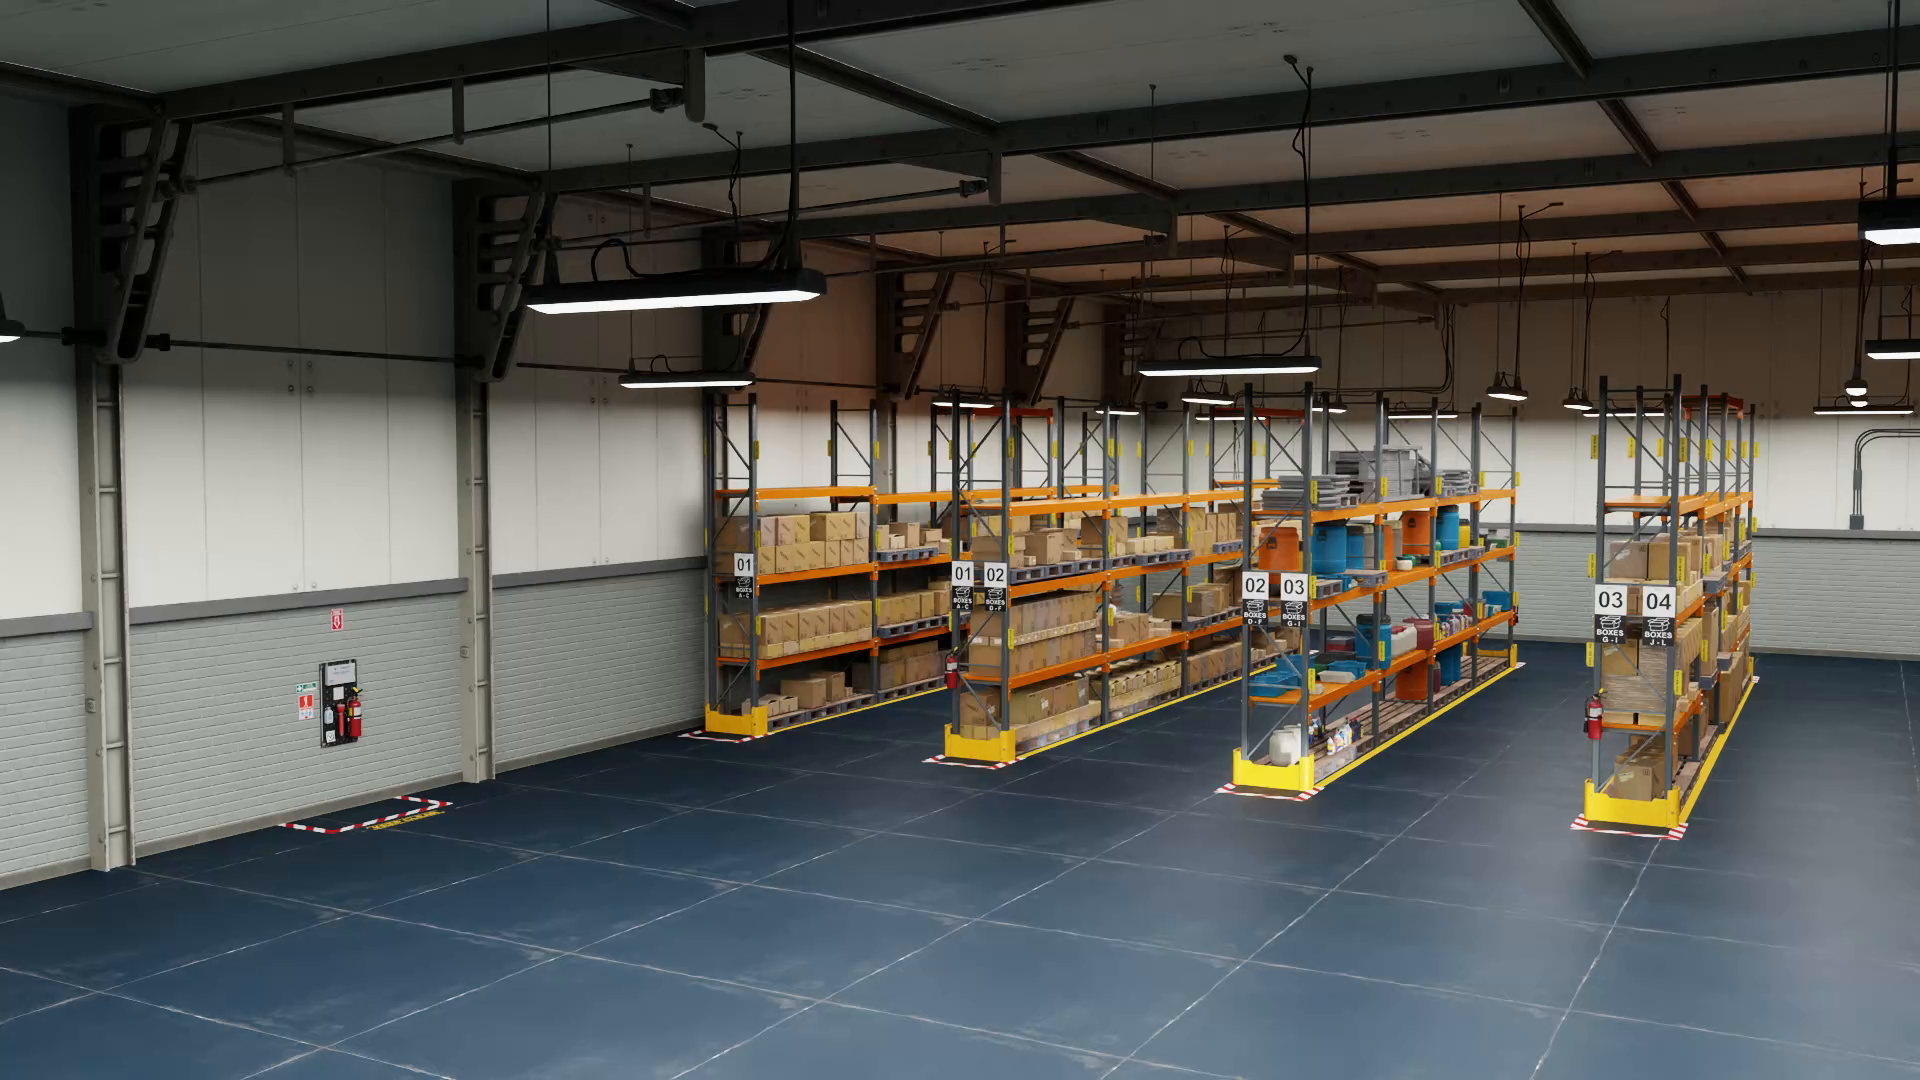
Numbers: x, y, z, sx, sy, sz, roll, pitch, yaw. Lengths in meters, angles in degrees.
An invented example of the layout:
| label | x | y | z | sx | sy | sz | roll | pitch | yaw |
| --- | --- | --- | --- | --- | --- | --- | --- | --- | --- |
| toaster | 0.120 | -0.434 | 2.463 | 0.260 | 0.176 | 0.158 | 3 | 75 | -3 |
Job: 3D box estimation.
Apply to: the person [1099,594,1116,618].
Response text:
| label | x | y | z | sx | sy | sz | roll | pitch | yaw |
| --- | --- | --- | --- | --- | --- | --- | --- | --- | --- |
| person | 3.458 | 2.061 | 39.077 | 0.447 | 1.642 | 0.908 | 1 | 3 | 23 |
